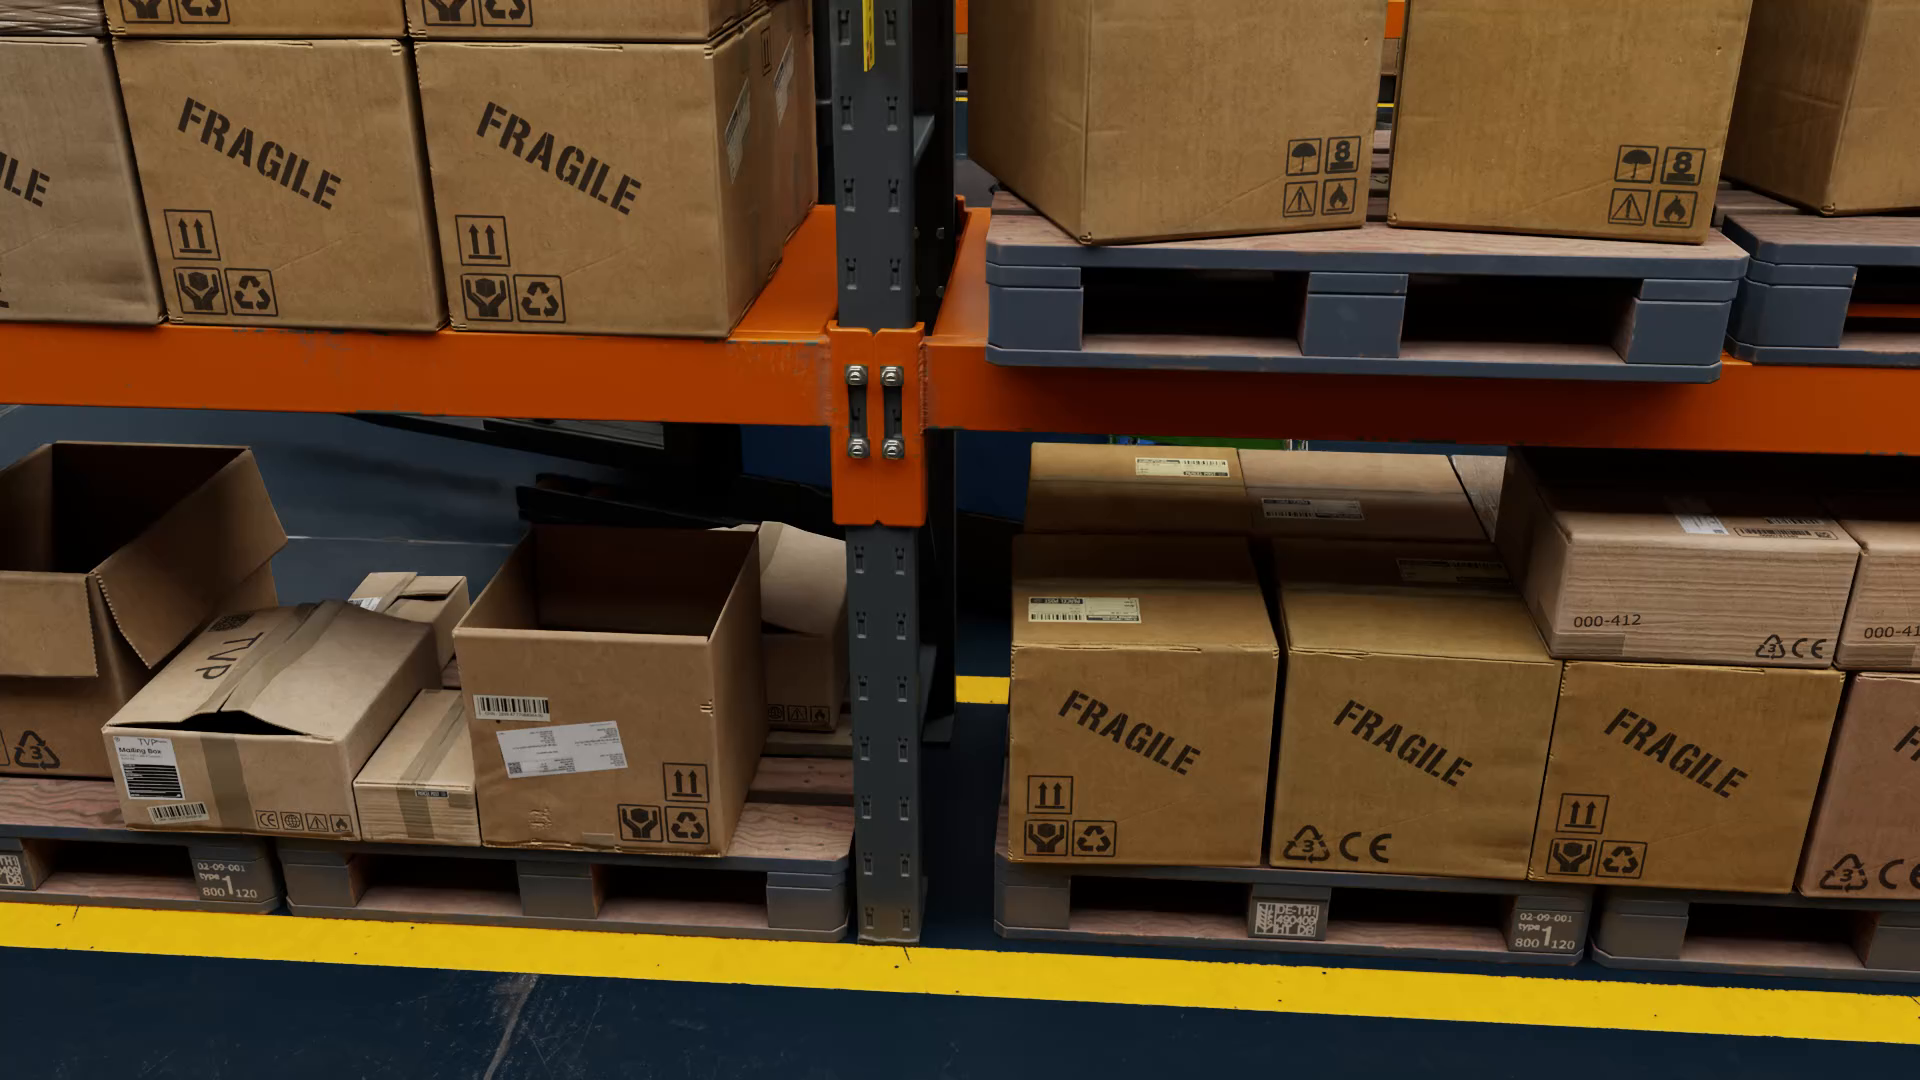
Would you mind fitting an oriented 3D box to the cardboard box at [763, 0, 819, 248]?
[{"bbox_3d":[-0.597,-0.909,3.517,0.500,0.500,0.500,2,25,5],"label":"cardboard box"}]

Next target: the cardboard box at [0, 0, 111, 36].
[{"bbox_3d":[-1.647,-1.173,2.895,0.500,0.500,0.500,2,25,4],"label":"cardboard box"}]

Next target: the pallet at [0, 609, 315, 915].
[{"bbox_3d":[-2.014,0.473,3.970,1.213,0.211,1.003,2,25,4],"label":"pallet"}]

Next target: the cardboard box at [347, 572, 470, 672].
[{"bbox_3d":[-1.375,0.227,4.032,0.250,0.166,0.380,2,25,4],"label":"cardboard box"}]

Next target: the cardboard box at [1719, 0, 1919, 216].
[{"bbox_3d":[1.656,-0.939,3.080,0.500,0.500,0.700,-4,25,-9],"label":"cardboard box"}]

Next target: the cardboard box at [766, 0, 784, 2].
[{"bbox_3d":[-0.558,-1.366,3.314,0.500,0.500,0.500,2,25,5],"label":"cardboard box"}]

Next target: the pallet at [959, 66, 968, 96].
[{"bbox_3d":[-0.100,-3.652,12.935,1.213,0.211,1.003,2,25,4],"label":"pallet"}]

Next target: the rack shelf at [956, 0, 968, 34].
[{"bbox_3d":[-1.721,-2.535,8.032,4.000,0.370,1.077,2,25,4],"label":"rack shelf"}]

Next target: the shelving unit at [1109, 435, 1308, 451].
[{"bbox_3d":[0.692,-0.355,4.585,0.503,1.200,0.258,10,27,21],"label":"shelving unit"}]

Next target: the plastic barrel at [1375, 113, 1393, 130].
[{"bbox_3d":[2.076,-1.756,7.952,0.421,0.512,0.421,0,25,0],"label":"plastic barrel"}]

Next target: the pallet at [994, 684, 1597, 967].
[{"bbox_3d":[0.704,0.543,3.817,1.213,0.211,1.003,2,25,4],"label":"pallet"}]

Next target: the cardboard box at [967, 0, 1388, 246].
[{"bbox_3d":[0.345,-0.861,2.912,0.500,0.500,0.700,-6,25,-14],"label":"cardboard box"}]

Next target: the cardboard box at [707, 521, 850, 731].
[{"bbox_3d":[-0.512,0.184,3.951,0.500,0.311,0.500,2,25,4],"label":"cardboard box"}]

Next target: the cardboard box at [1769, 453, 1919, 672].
[{"bbox_3d":[1.851,0.026,3.171,0.500,0.250,0.500,1,25,3],"label":"cardboard box"}]

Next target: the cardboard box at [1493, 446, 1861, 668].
[{"bbox_3d":[1.351,0.010,3.206,0.500,0.250,0.500,2,25,4],"label":"cardboard box"}]

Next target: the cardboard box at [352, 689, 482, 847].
[{"bbox_3d":[-1.078,0.475,3.514,0.250,0.149,0.380,2,25,4],"label":"cardboard box"}]

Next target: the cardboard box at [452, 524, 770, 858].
[{"bbox_3d":[-0.700,0.302,3.469,0.500,0.500,0.500,2,25,4],"label":"cardboard box"}]

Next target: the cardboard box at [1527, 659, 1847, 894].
[{"bbox_3d":[1.384,0.351,3.364,0.500,0.500,0.500,2,25,5],"label":"cardboard box"}]

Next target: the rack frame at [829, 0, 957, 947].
[{"bbox_3d":[-0.110,-0.734,3.256,0.127,3.000,1.000,2,25,4],"label":"rack frame"}]

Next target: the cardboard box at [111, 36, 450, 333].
[{"bbox_3d":[-1.142,-0.704,3.072,0.500,0.500,0.500,3,25,5],"label":"cardboard box"}]

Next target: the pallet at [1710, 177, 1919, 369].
[{"bbox_3d":[1.939,-0.579,3.149,1.213,0.211,1.003,2,25,4],"label":"pallet"}]

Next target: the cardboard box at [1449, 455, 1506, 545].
[{"bbox_3d":[1.396,0.134,3.835,0.500,0.500,0.500,2,25,5],"label":"cardboard box"}]

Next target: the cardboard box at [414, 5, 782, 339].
[{"bbox_3d":[-0.628,-0.688,3.037,0.500,0.500,0.500,2,25,5],"label":"cardboard box"}]

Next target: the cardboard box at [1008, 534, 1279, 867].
[{"bbox_3d":[0.354,0.319,3.432,0.500,0.500,0.500,1,25,2],"label":"cardboard box"}]

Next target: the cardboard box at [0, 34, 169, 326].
[{"bbox_3d":[-1.655,-0.720,3.106,0.500,0.500,0.500,2,25,5],"label":"cardboard box"}]

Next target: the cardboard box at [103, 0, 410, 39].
[{"bbox_3d":[-1.145,-1.157,2.860,0.500,0.500,0.500,1,25,3],"label":"cardboard box"}]

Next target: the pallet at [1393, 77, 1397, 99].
[{"bbox_3d":[3.860,-3.524,12.656,1.213,0.211,1.003,2,25,4],"label":"pallet"}]

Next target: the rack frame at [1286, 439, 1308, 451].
[{"bbox_3d":[0.916,-0.314,4.498,0.015,1.200,0.240,10,27,21],"label":"rack frame"}]

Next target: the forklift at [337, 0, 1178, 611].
[{"bbox_3d":[-0.858,-1.518,5.043,3.031,2.935,1.130,10,27,21],"label":"forklift"}]

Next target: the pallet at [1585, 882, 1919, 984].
[{"bbox_3d":[1.924,0.581,3.734,1.213,0.211,1.003,2,25,4],"label":"pallet"}]

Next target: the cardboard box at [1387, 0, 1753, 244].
[{"bbox_3d":[1.036,-0.866,2.921,0.500,0.500,0.700,6,25,12],"label":"cardboard box"}]

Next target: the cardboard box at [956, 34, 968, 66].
[{"bbox_3d":[0.000,-4.142,12.703,0.875,0.875,0.875,2,25,4],"label":"cardboard box"}]

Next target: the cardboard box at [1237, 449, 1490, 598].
[{"bbox_3d":[0.896,0.118,3.870,0.500,0.500,0.500,2,25,4],"label":"cardboard box"}]

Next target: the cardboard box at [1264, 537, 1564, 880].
[{"bbox_3d":[0.886,0.332,3.405,0.500,0.500,0.500,2,25,5],"label":"cardboard box"}]

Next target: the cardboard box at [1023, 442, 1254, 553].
[{"bbox_3d":[0.404,0.098,3.912,0.500,0.500,0.500,2,25,4],"label":"cardboard box"}]

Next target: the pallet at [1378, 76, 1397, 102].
[{"bbox_3d":[2.647,-3.564,12.744,1.213,0.211,1.003,2,25,4],"label":"pallet"}]

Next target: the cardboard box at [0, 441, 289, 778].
[{"bbox_3d":[-1.984,0.143,3.812,0.637,0.503,0.797,2,25,4],"label":"cardboard box"}]

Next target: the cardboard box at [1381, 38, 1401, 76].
[{"bbox_3d":[3.066,-4.022,12.443,0.875,0.875,1.225,2,25,4],"label":"cardboard box"}]

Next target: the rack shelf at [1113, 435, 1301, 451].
[{"bbox_3d":[0.692,-0.297,4.612,0.480,0.148,0.258,10,27,21],"label":"rack shelf"}]

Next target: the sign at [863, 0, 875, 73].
[{"bbox_3d":[-0.144,-0.900,2.583,0.005,0.325,0.100,2,25,4],"label":"sign"}]

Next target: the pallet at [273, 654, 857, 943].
[{"bbox_3d":[-0.795,0.511,3.888,1.213,0.211,1.003,2,25,4],"label":"pallet"}]

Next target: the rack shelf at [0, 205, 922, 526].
[{"bbox_3d":[-2.104,-0.471,3.545,4.000,0.370,1.077,2,25,4],"label":"rack shelf"}]

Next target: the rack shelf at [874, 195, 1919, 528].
[{"bbox_3d":[1.884,-0.343,3.267,4.000,0.370,1.077,2,25,4],"label":"rack shelf"}]

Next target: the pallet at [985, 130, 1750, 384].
[{"bbox_3d":[0.678,-0.575,3.142,1.213,0.211,1.003,2,25,4],"label":"pallet"}]

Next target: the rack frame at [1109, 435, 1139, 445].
[{"bbox_3d":[0.468,-0.395,4.673,0.015,1.200,0.240,10,27,21],"label":"rack frame"}]

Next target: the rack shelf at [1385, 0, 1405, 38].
[{"bbox_3d":[2.267,-2.407,7.754,4.000,0.370,1.077,2,25,4],"label":"rack shelf"}]

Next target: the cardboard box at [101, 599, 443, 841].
[{"bbox_3d":[-1.448,0.364,3.561,0.500,0.311,0.500,2,25,4],"label":"cardboard box"}]

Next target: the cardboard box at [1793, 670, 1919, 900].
[{"bbox_3d":[1.888,0.367,3.328,0.500,0.500,0.500,1,25,2],"label":"cardboard box"}]

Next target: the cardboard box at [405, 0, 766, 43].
[{"bbox_3d":[-0.634,-1.142,2.827,0.500,0.500,0.500,2,25,4],"label":"cardboard box"}]
